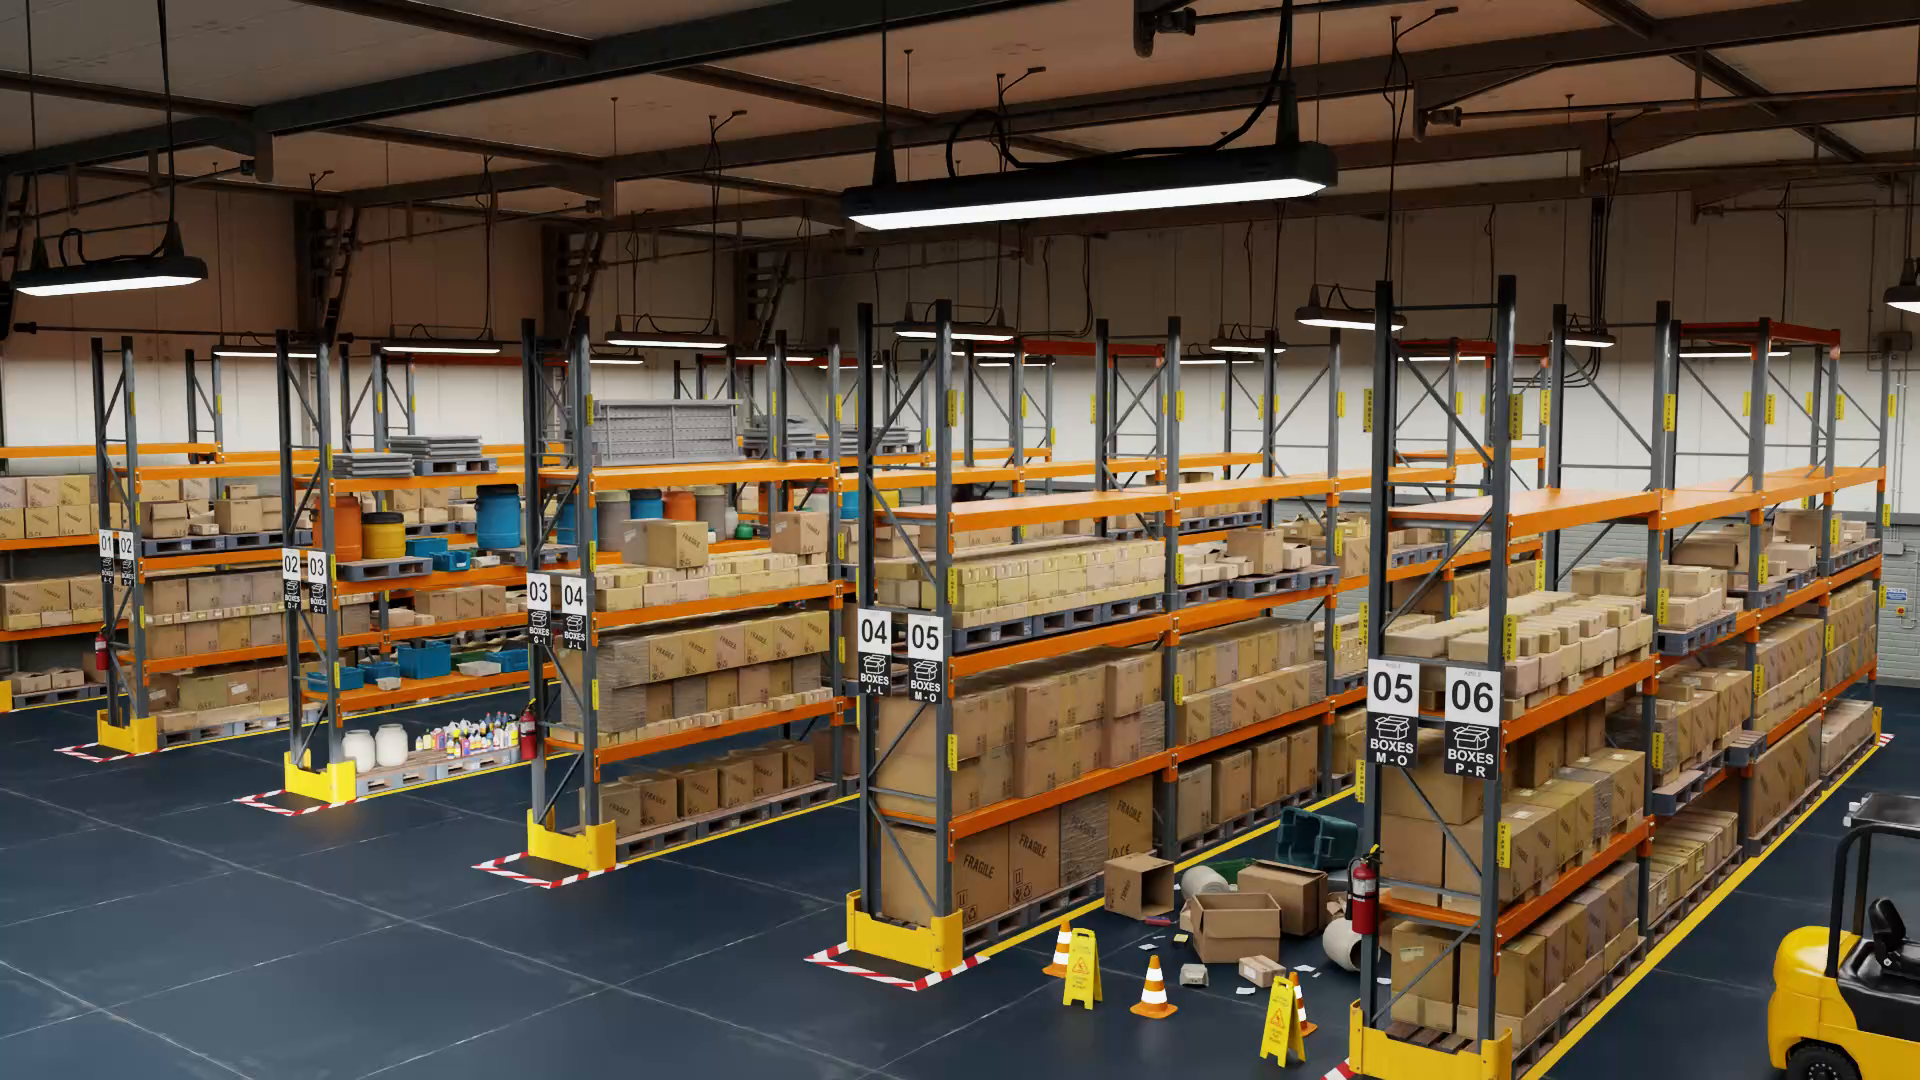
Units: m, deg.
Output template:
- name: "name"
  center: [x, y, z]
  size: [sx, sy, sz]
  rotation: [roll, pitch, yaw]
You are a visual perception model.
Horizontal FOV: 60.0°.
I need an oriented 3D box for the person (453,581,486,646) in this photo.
- name: "person"
  center: [-9.147, 1.598, 30.962]
  size: [0.653, 1.803, 0.474]
  rotation: [-1, 5, -15]
